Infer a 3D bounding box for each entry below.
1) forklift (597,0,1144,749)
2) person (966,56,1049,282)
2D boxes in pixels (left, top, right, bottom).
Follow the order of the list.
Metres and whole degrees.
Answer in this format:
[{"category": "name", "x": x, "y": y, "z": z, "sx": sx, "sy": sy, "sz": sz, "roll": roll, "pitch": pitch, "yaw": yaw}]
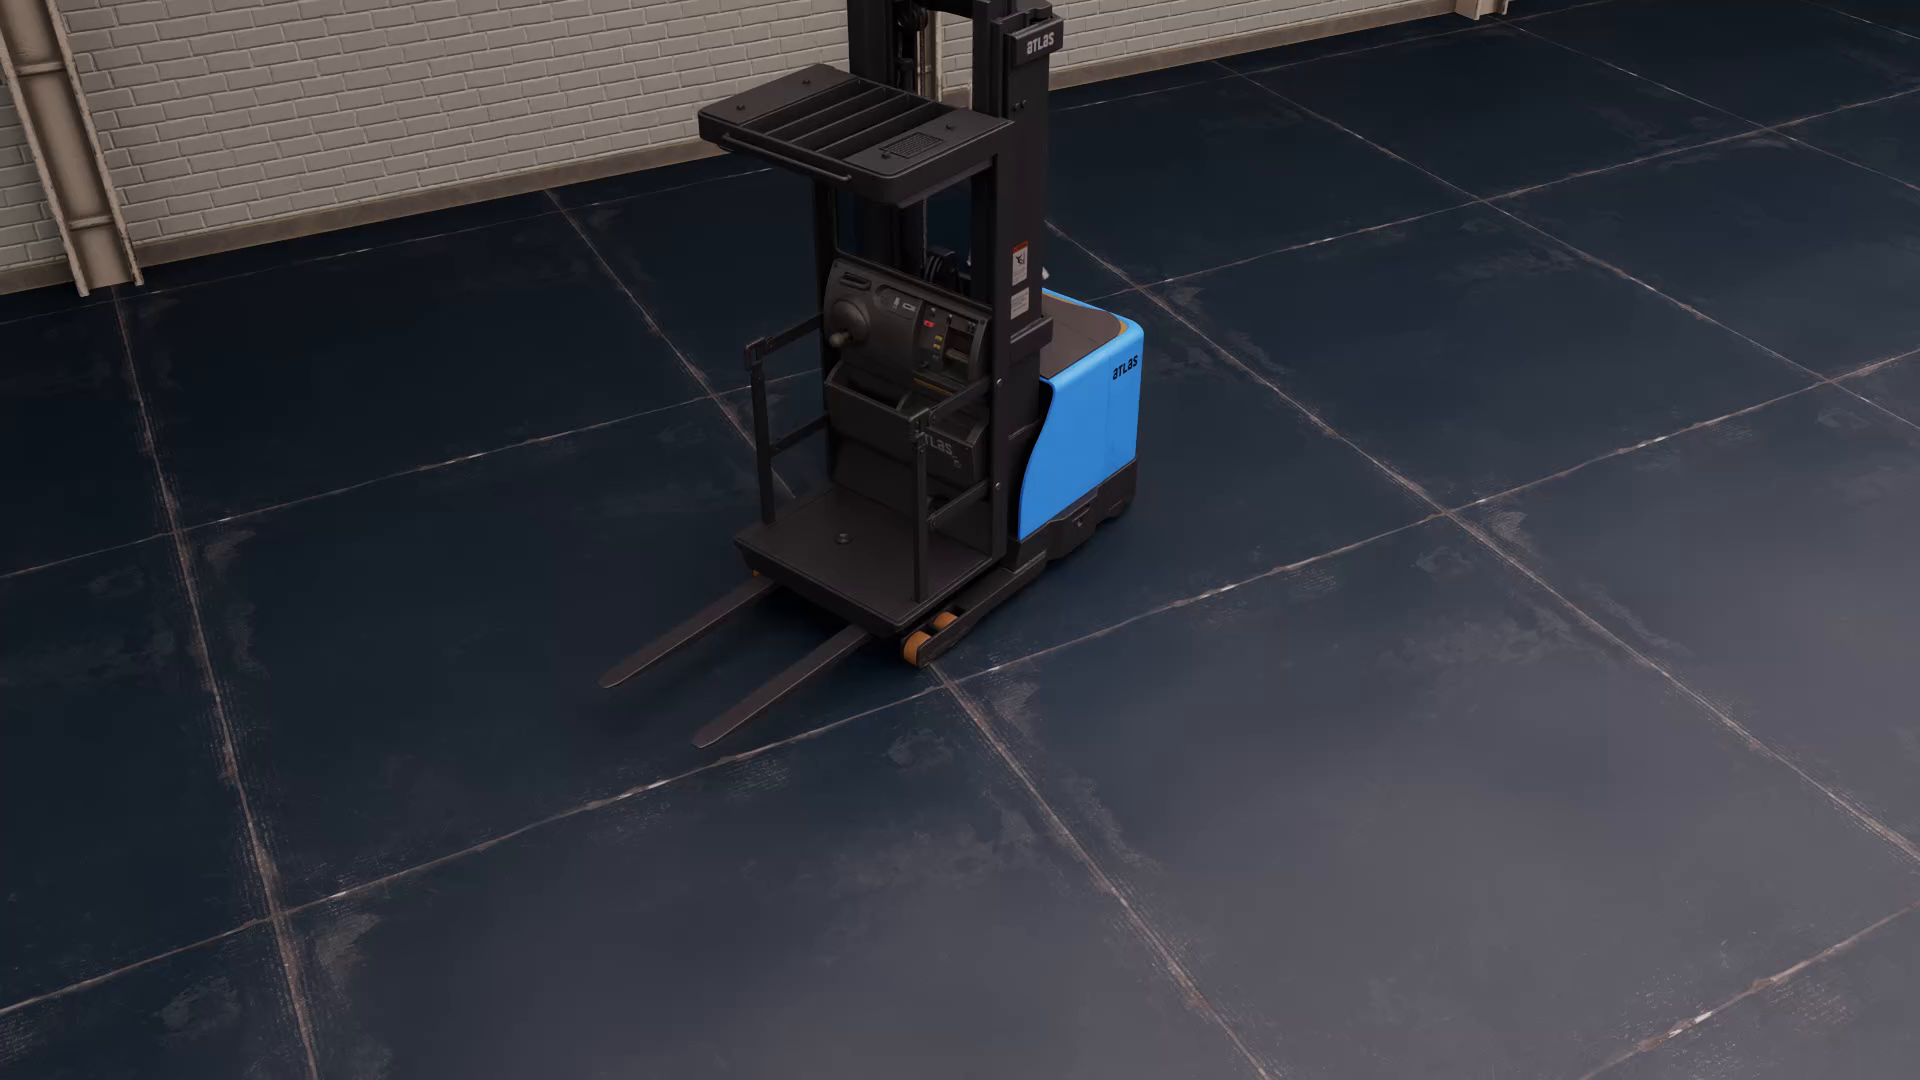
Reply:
[{"category": "forklift", "x": -0.390, "y": -0.927, "z": 7.434, "sx": 1.130, "sy": 2.935, "sz": 3.031, "roll": 26, "pitch": 43, "yaw": 31}, {"category": "person", "x": 0.308, "y": -2.557, "z": 10.750, "sx": 0.545, "sy": 1.764, "sz": 0.711, "roll": -3, "pitch": 35, "yaw": -4}]
